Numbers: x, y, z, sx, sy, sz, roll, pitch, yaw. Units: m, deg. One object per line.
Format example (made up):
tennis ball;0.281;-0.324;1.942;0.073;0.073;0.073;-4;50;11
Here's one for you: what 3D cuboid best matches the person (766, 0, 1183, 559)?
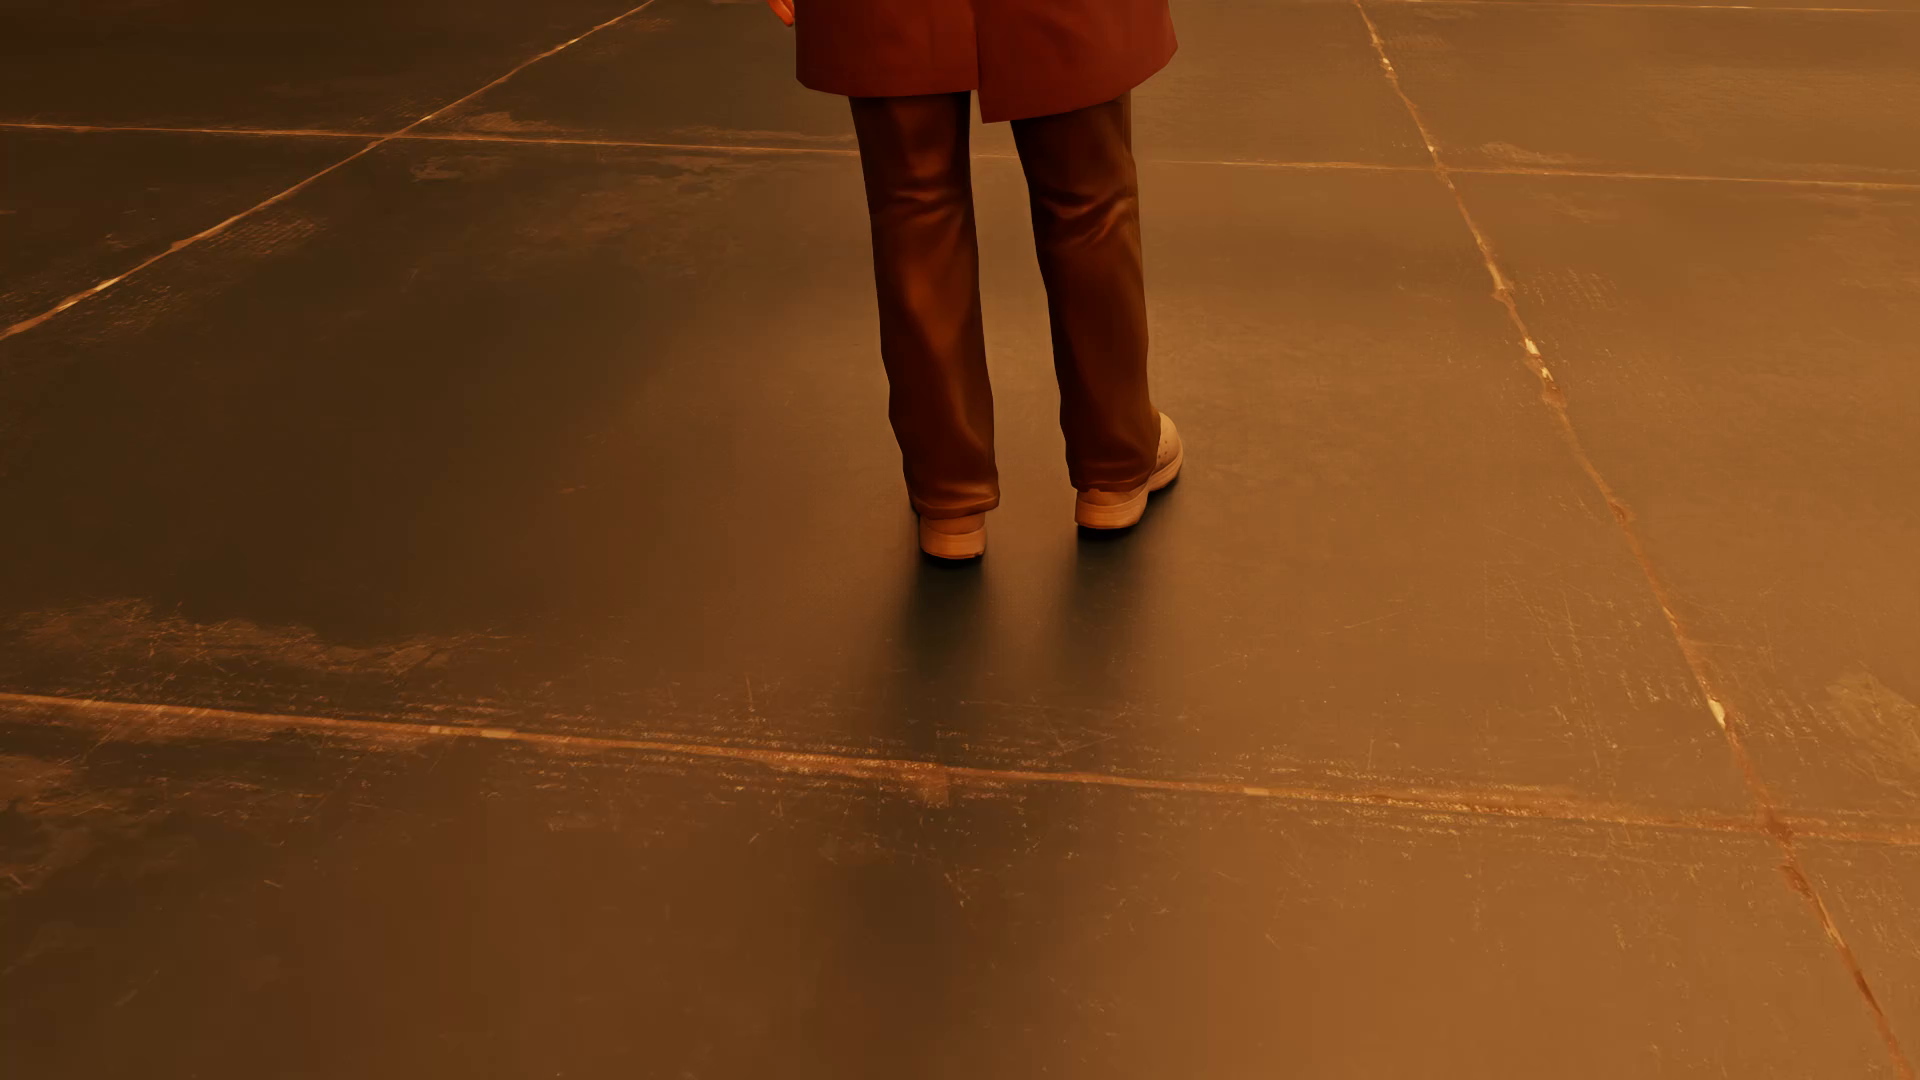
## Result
person;0.016;-0.843;2.181;0.698;1.777;0.579;3;27;7
